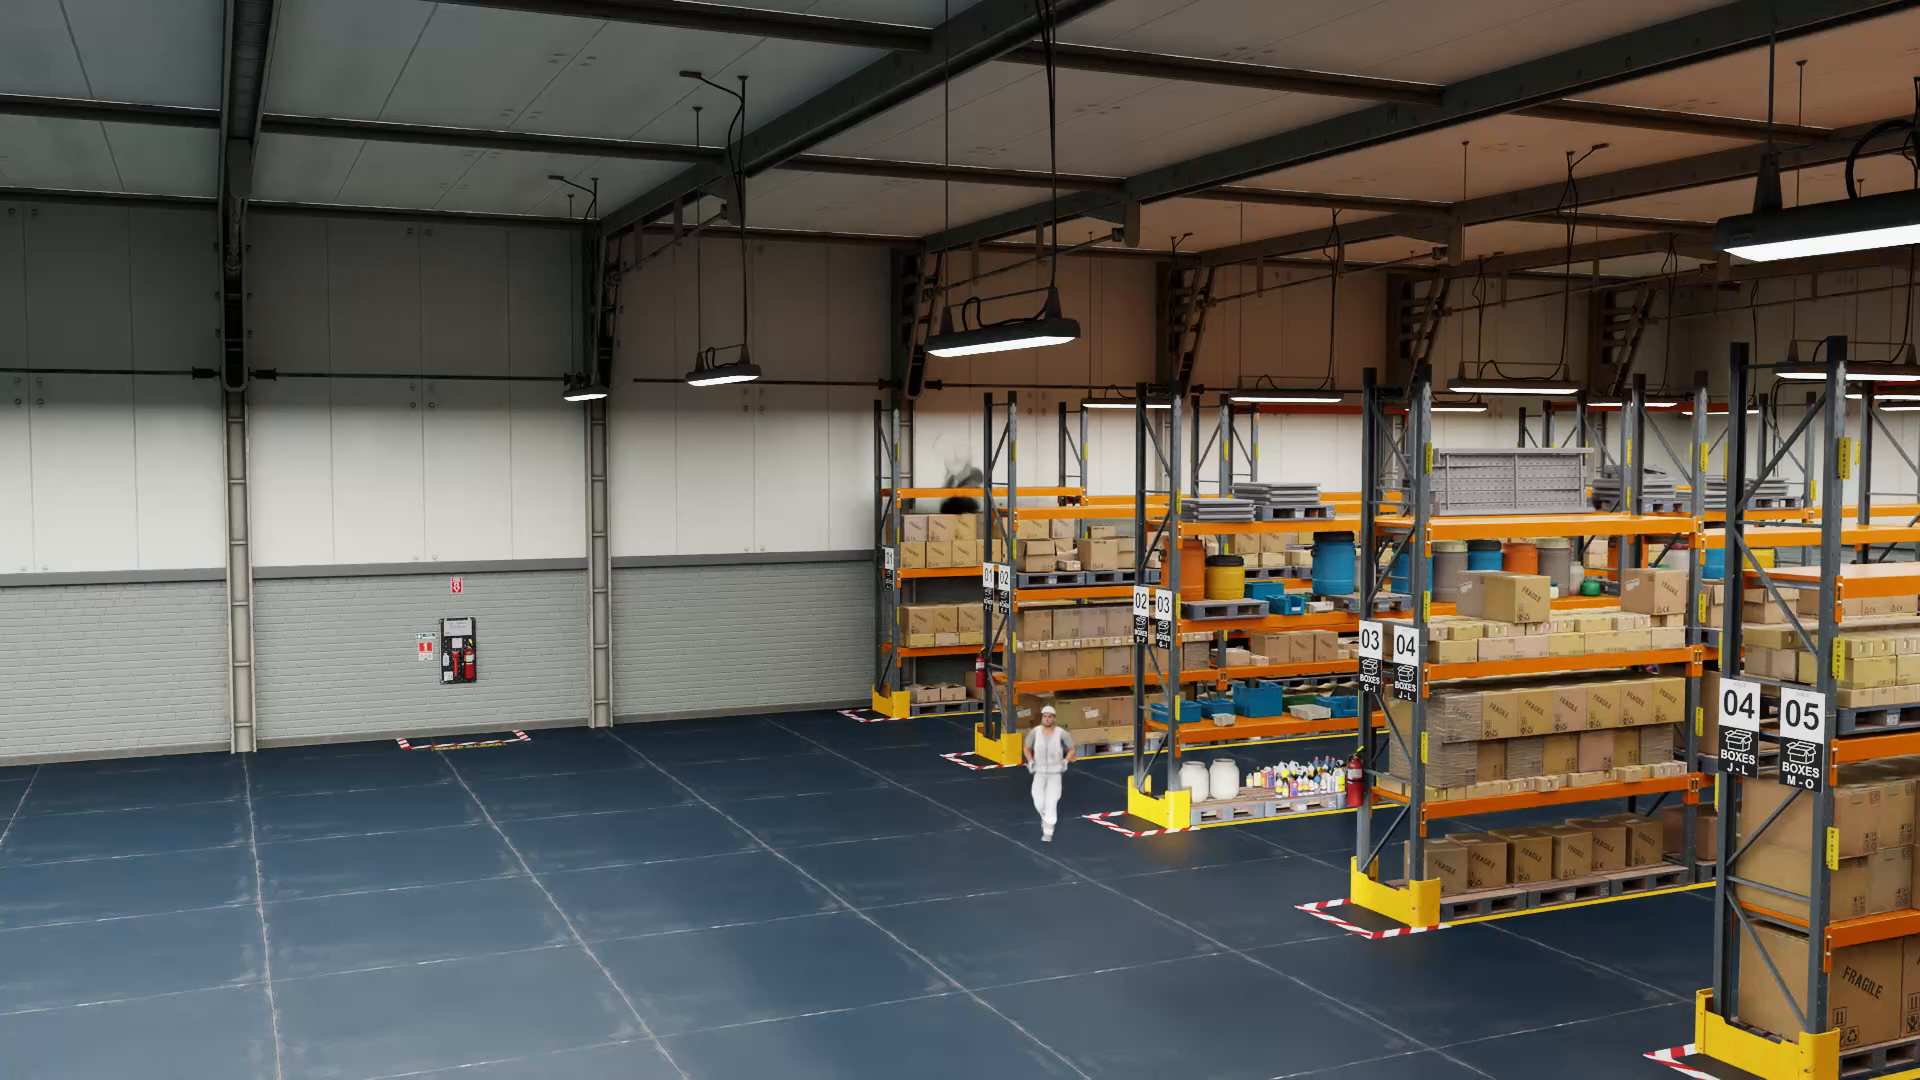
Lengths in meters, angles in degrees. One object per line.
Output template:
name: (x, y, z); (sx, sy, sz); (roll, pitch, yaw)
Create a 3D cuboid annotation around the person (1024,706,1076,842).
person: (1.154, 3.031, 21.678); (0.685, 1.749, 0.603); (1, 3, 11)
